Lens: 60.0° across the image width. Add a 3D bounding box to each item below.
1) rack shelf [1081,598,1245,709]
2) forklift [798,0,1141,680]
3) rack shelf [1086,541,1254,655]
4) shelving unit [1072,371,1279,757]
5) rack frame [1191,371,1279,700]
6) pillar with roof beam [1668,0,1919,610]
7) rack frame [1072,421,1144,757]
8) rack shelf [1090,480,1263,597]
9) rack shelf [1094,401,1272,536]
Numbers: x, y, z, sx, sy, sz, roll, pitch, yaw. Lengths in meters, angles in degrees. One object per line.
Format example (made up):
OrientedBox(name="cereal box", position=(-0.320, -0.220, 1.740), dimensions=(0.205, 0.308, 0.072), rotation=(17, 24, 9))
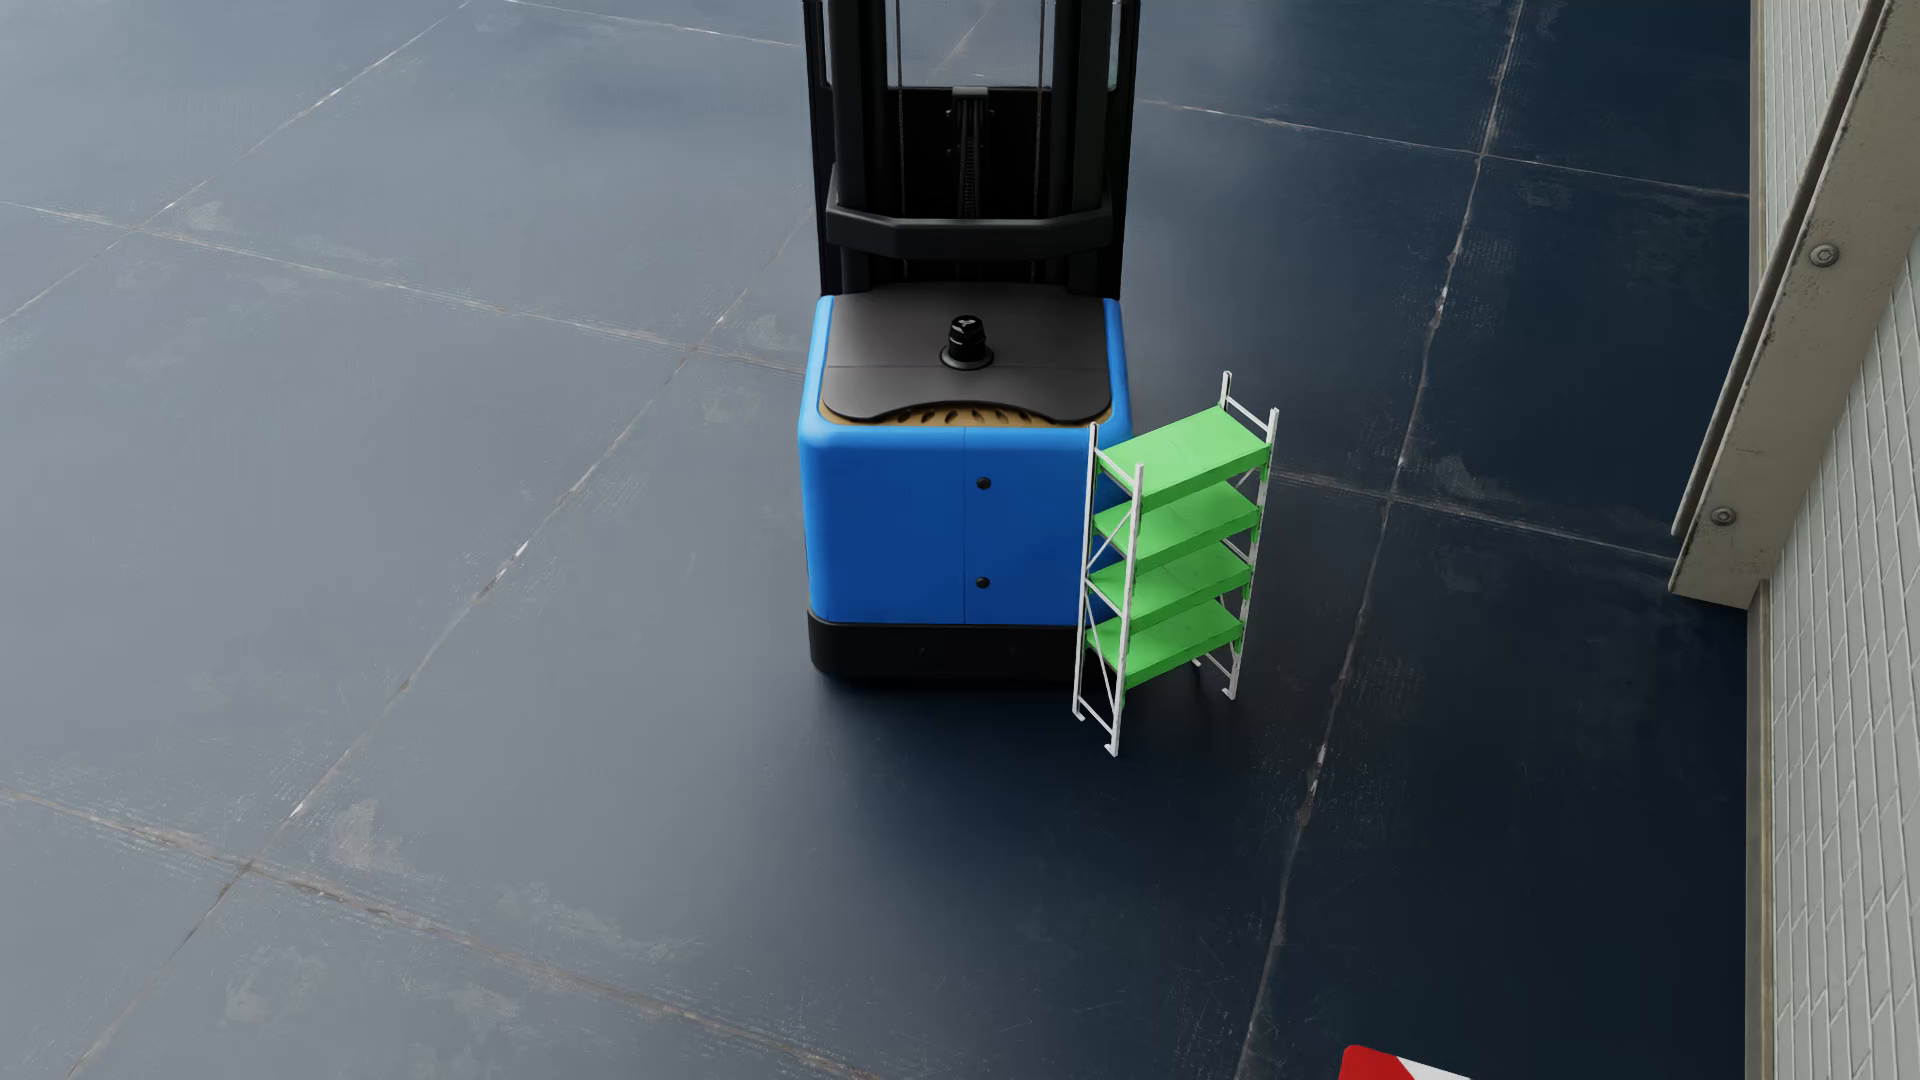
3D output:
OrientedBox(name="rack shelf", position=(0.653, 0.331, 5.406), dimensions=(0.480, 0.148, 0.258), rotation=(-22, 45, -24))
OrientedBox(name="forklift", position=(0.043, -1.576, 5.839), dimensions=(1.130, 2.935, 3.031), rotation=(1, 40, 1))
OrientedBox(name="rack shelf", position=(0.653, 0.148, 5.251), dimensions=(0.480, 0.148, 0.258), rotation=(-22, 45, -24))
OrientedBox(name="shelving unit", position=(0.653, 0.099, 5.209), dimensions=(0.503, 1.200, 0.258), rotation=(-22, 45, -24))
OrientedBox(name="rack frame", position=(0.861, 0.016, 5.307), dimensions=(0.015, 1.200, 0.240), rotation=(-22, 45, -24))
OrientedBox(name="pillar with roof beam", position=(-1.266, -4.276, 4.329), dimensions=(9.100, 9.000, 0.400), rotation=(13, 42, 15))
OrientedBox(name="rack frame", position=(0.446, 0.183, 5.111), dimensions=(0.015, 1.200, 0.240), rotation=(-22, 45, -24))
OrientedBox(name="rack shelf", position=(0.653, -0.035, 5.095), dimensions=(0.480, 0.148, 0.258), rotation=(-22, 45, -24))
OrientedBox(name="rack shelf", position=(0.653, -0.217, 4.939), dimensions=(0.480, 0.148, 0.258), rotation=(-22, 45, -24))
